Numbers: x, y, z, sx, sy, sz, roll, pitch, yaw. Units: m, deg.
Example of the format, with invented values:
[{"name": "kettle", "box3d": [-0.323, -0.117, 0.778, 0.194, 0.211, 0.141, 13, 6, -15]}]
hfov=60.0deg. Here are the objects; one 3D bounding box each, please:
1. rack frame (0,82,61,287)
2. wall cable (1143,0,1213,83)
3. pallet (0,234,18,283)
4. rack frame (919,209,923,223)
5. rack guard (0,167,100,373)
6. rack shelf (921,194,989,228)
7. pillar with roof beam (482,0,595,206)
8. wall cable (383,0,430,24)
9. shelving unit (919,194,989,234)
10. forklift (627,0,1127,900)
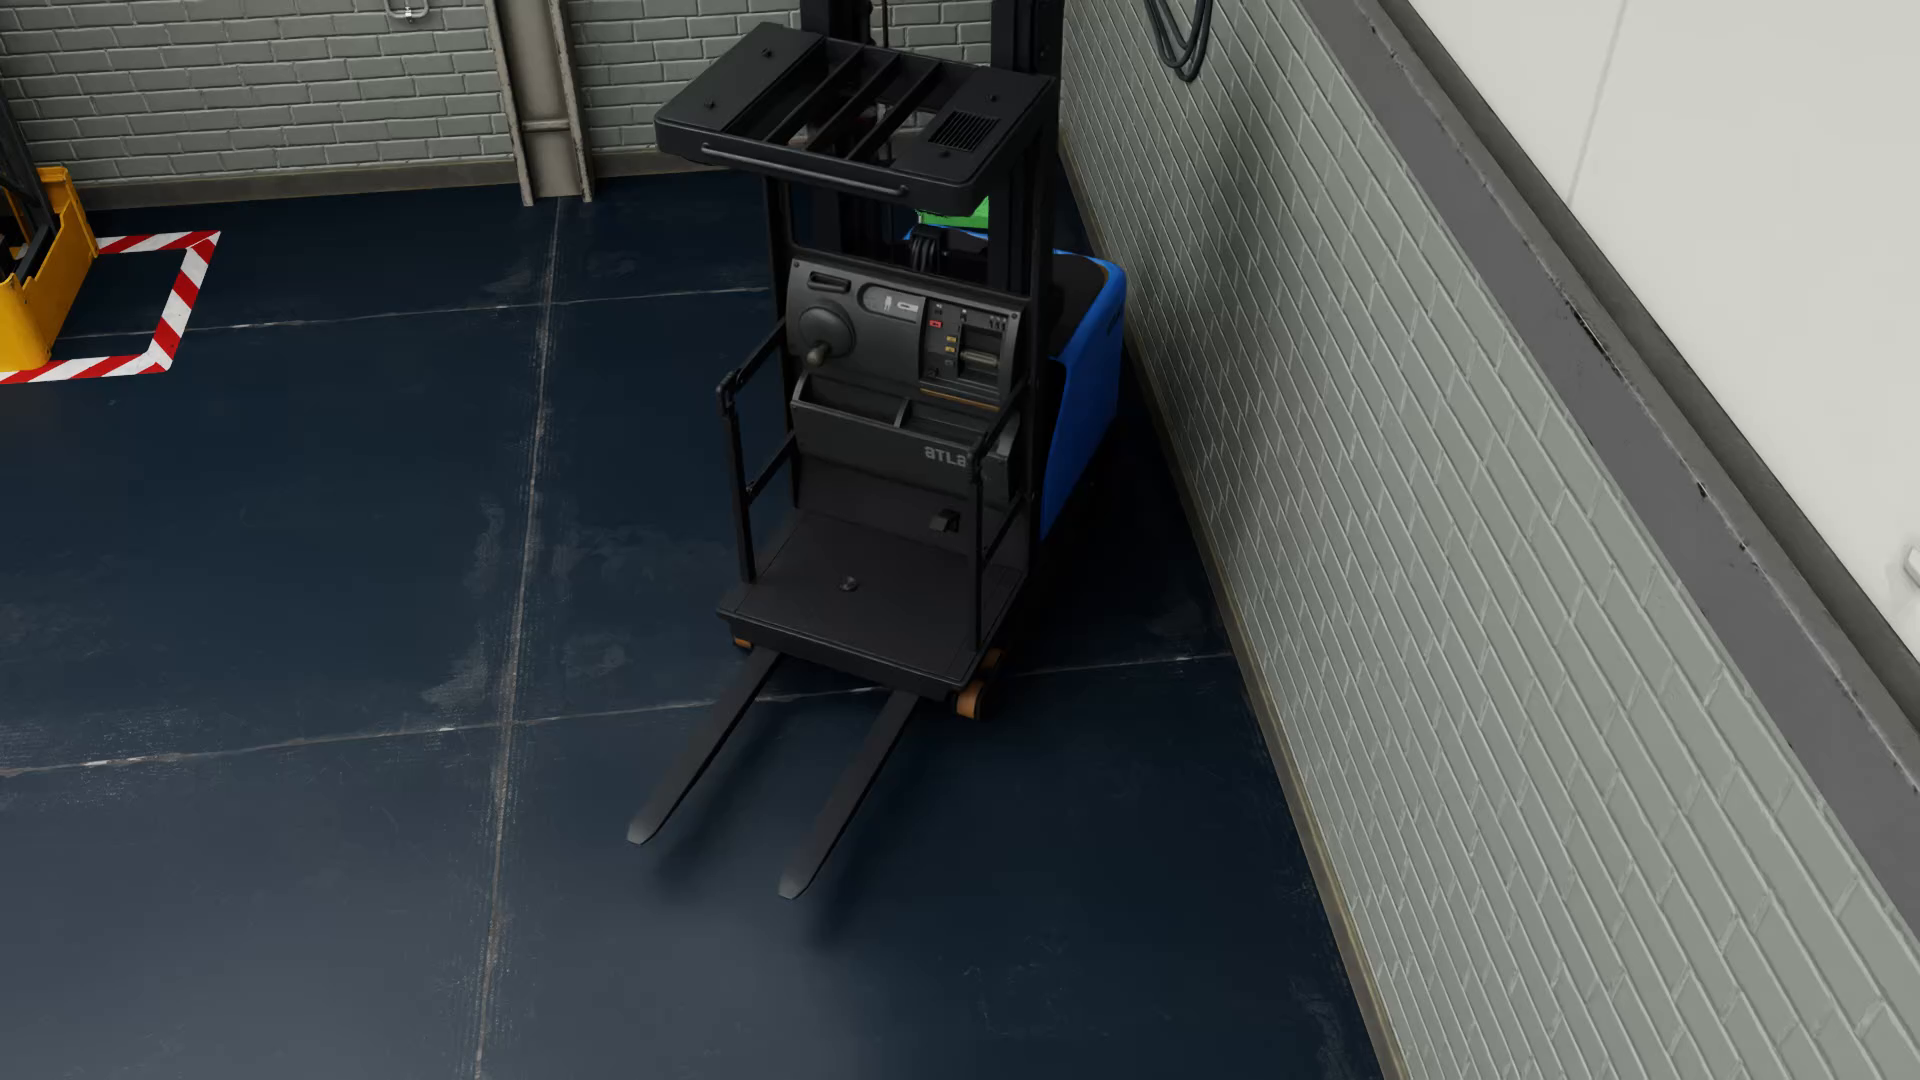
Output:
[{"name": "rack frame", "box3d": [-4.907, -2.352, 7.833, 0.127, 3.000, 1.000, -5, 42, -6]}, {"name": "wall cable", "box3d": [0.747, -3.680, 7.145, 0.112, 2.526, 3.097, -5, 42, -6]}, {"name": "pallet", "box3d": [-5.690, -1.195, 8.632, 1.213, 0.211, 1.003, -5, 42, -6]}, {"name": "rack frame", "box3d": [-0.161, -1.207, 7.908, 0.015, 1.200, 0.240, 5, 42, 6]}, {"name": "rack guard", "box3d": [-4.884, -1.426, 8.672, 0.348, 0.500, 1.175, -5, 42, -6]}, {"name": "rack shelf", "box3d": [0.081, -1.494, 7.604, 0.480, 0.148, 0.258, 5, 42, 6]}, {"name": "pillar with roof beam", "box3d": [-1.784, -2.529, 3.551, 0.400, 9.000, 9.100, -5, 42, -6]}, {"name": "wall cable", "box3d": [-3.760, -3.468, 8.312, 1.851, 1.984, 0.084, -5, 42, -6]}, {"name": "shelving unit", "box3d": [0.081, -1.185, 7.883, 0.503, 1.200, 0.258, 5, 42, 6]}, {"name": "forklift", "box3d": [-0.300, -0.699, 6.052, 1.130, 2.935, 3.031, 16, 44, 17]}]
